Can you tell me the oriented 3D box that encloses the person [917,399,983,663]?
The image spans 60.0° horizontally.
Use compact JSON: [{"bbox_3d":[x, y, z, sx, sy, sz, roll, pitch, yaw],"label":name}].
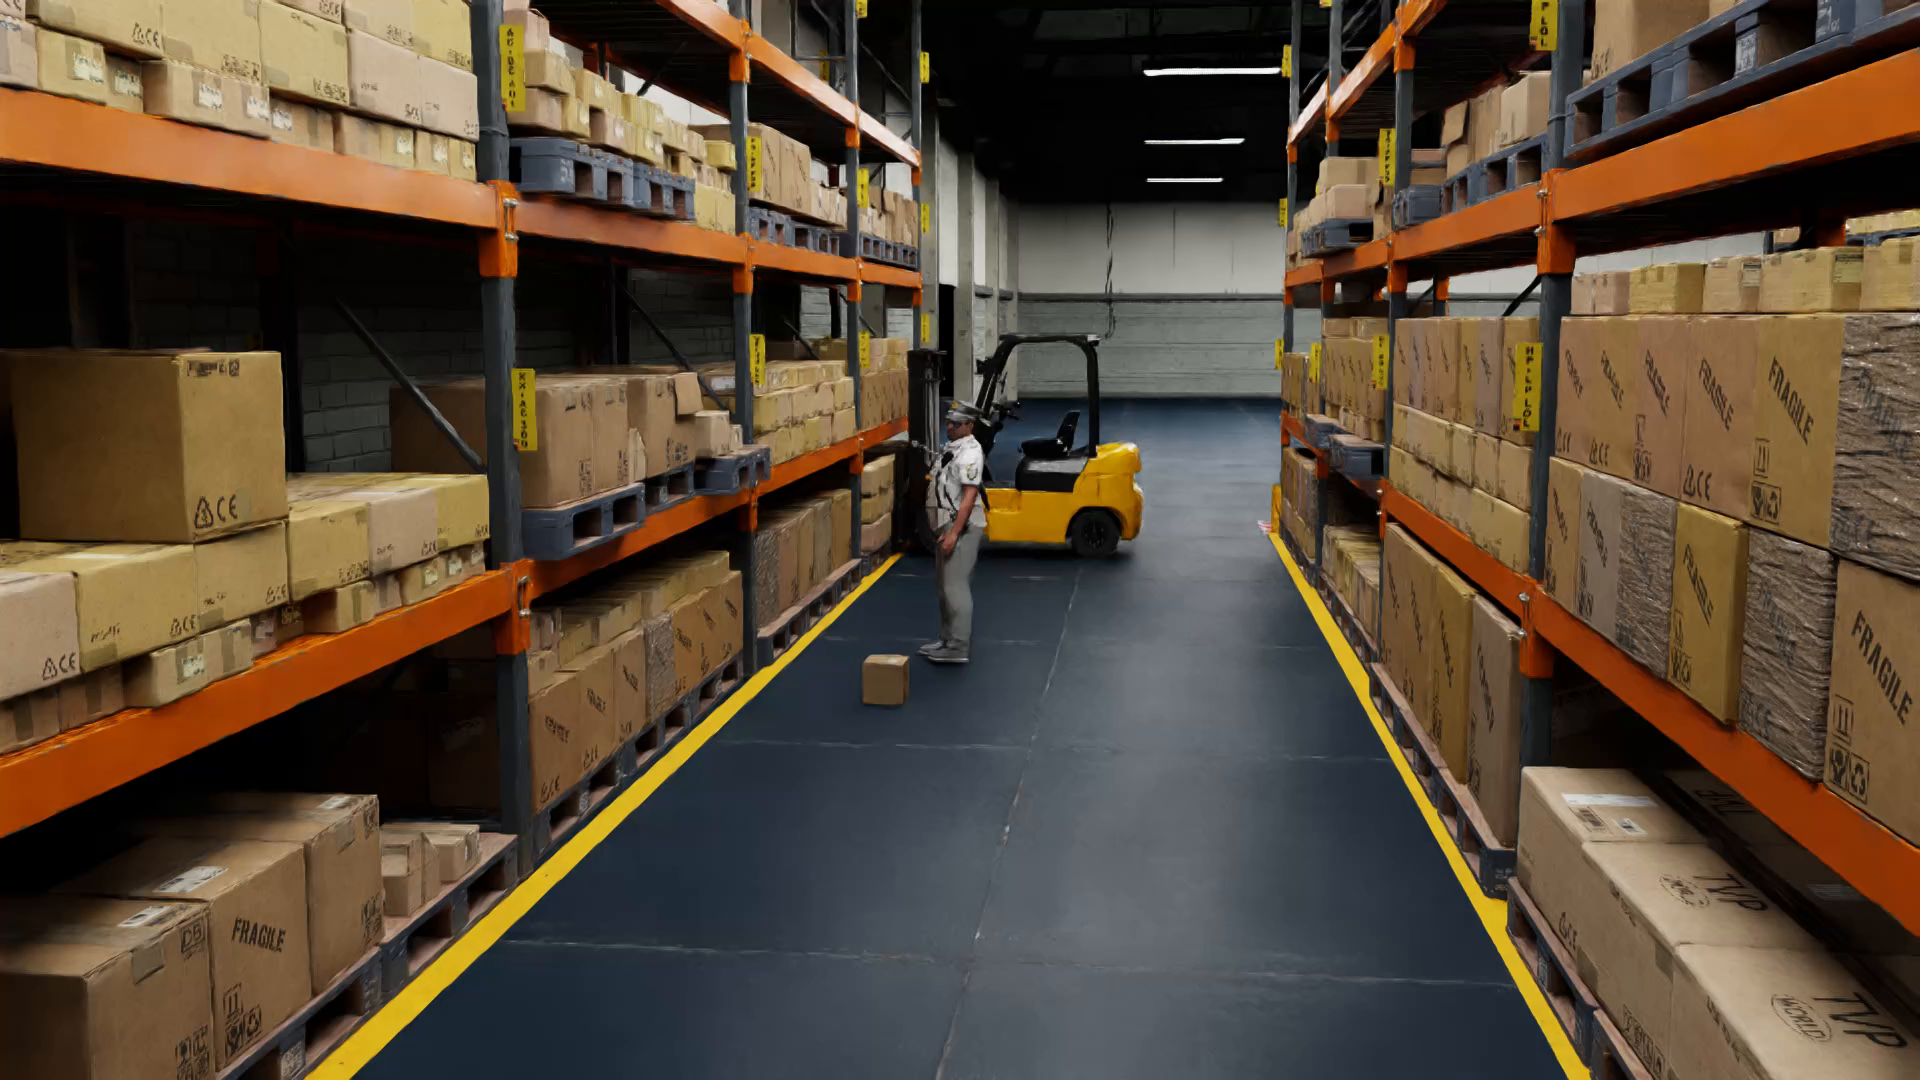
[{"bbox_3d":[-0.054,-0.064,11.215,0.421,1.771,0.563,-1,8,-10],"label":"person"}]
